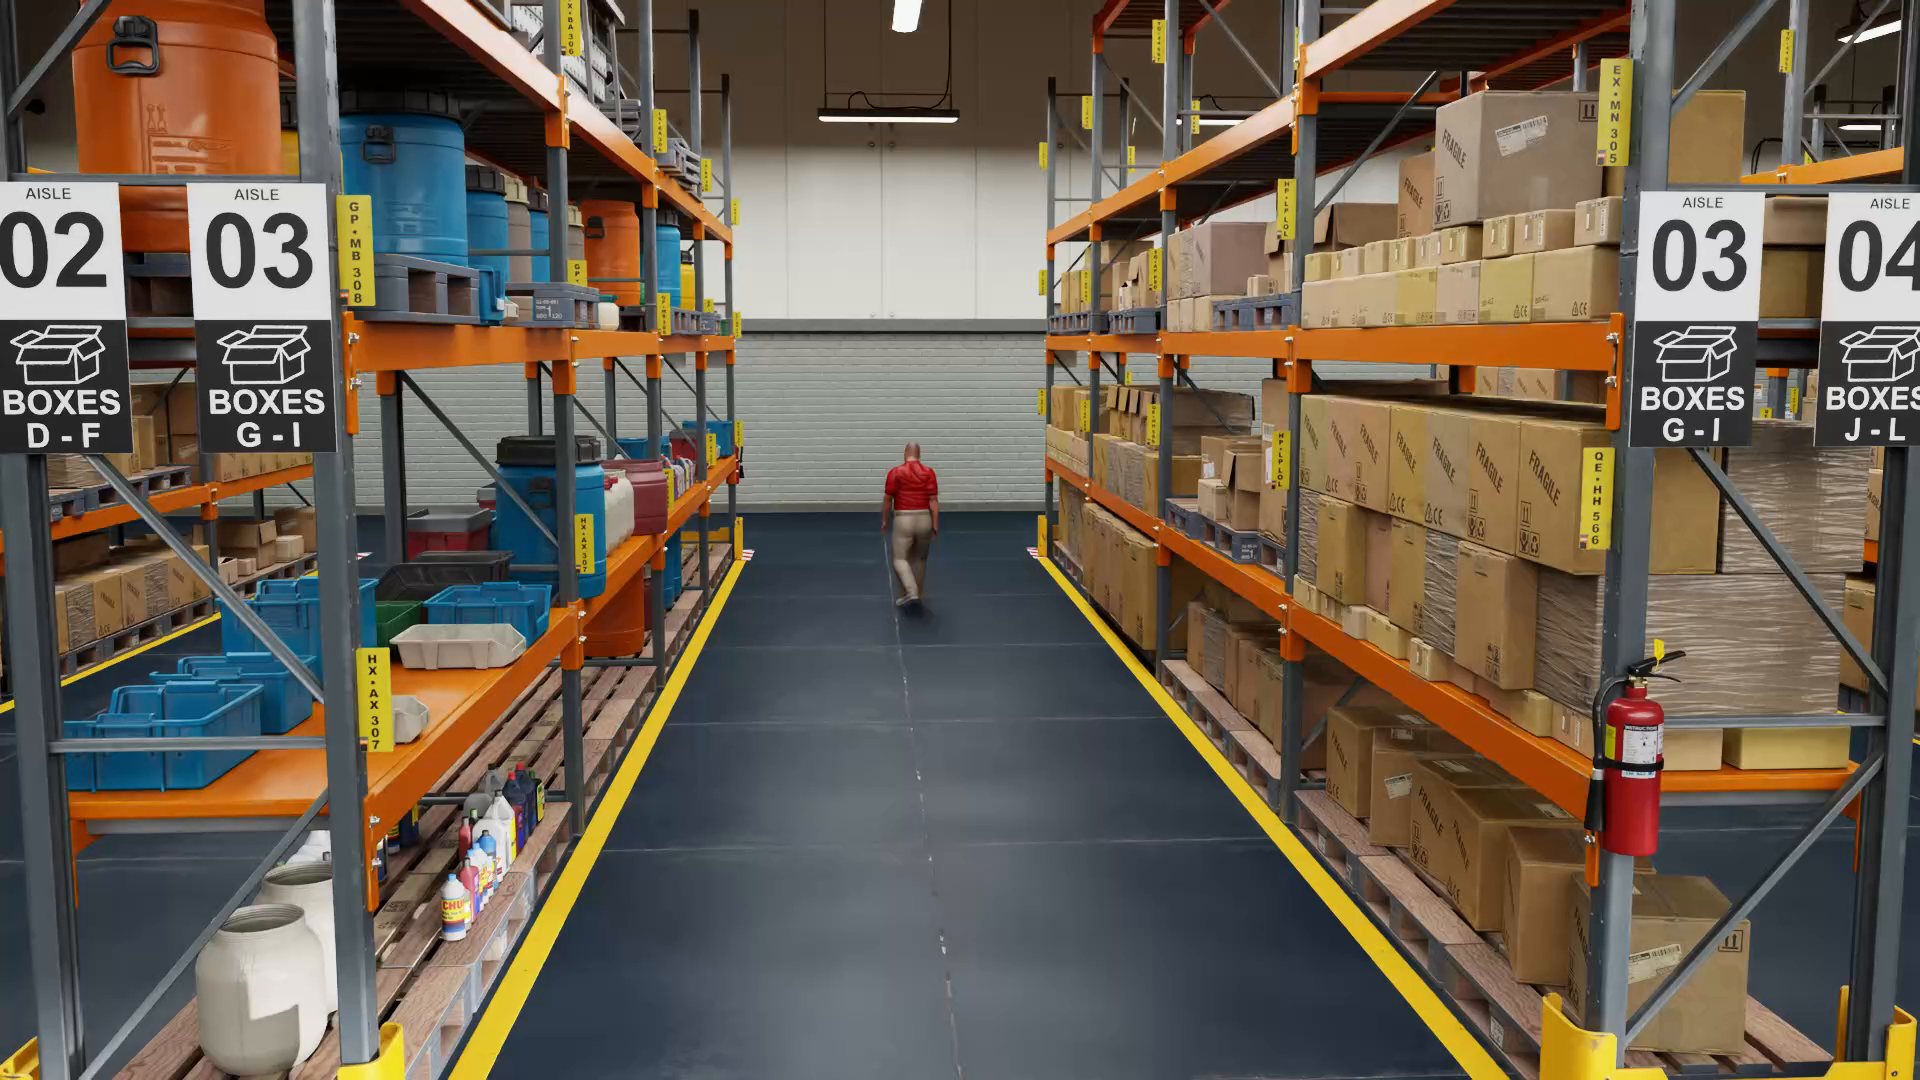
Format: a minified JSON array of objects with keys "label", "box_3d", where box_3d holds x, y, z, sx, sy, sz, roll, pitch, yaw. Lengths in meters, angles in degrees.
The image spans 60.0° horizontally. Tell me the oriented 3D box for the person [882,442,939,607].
[{"label":"person","box_3d":[-0.510,-0.154,17.049,0.555,1.691,0.934,-2,7,-16]}]
